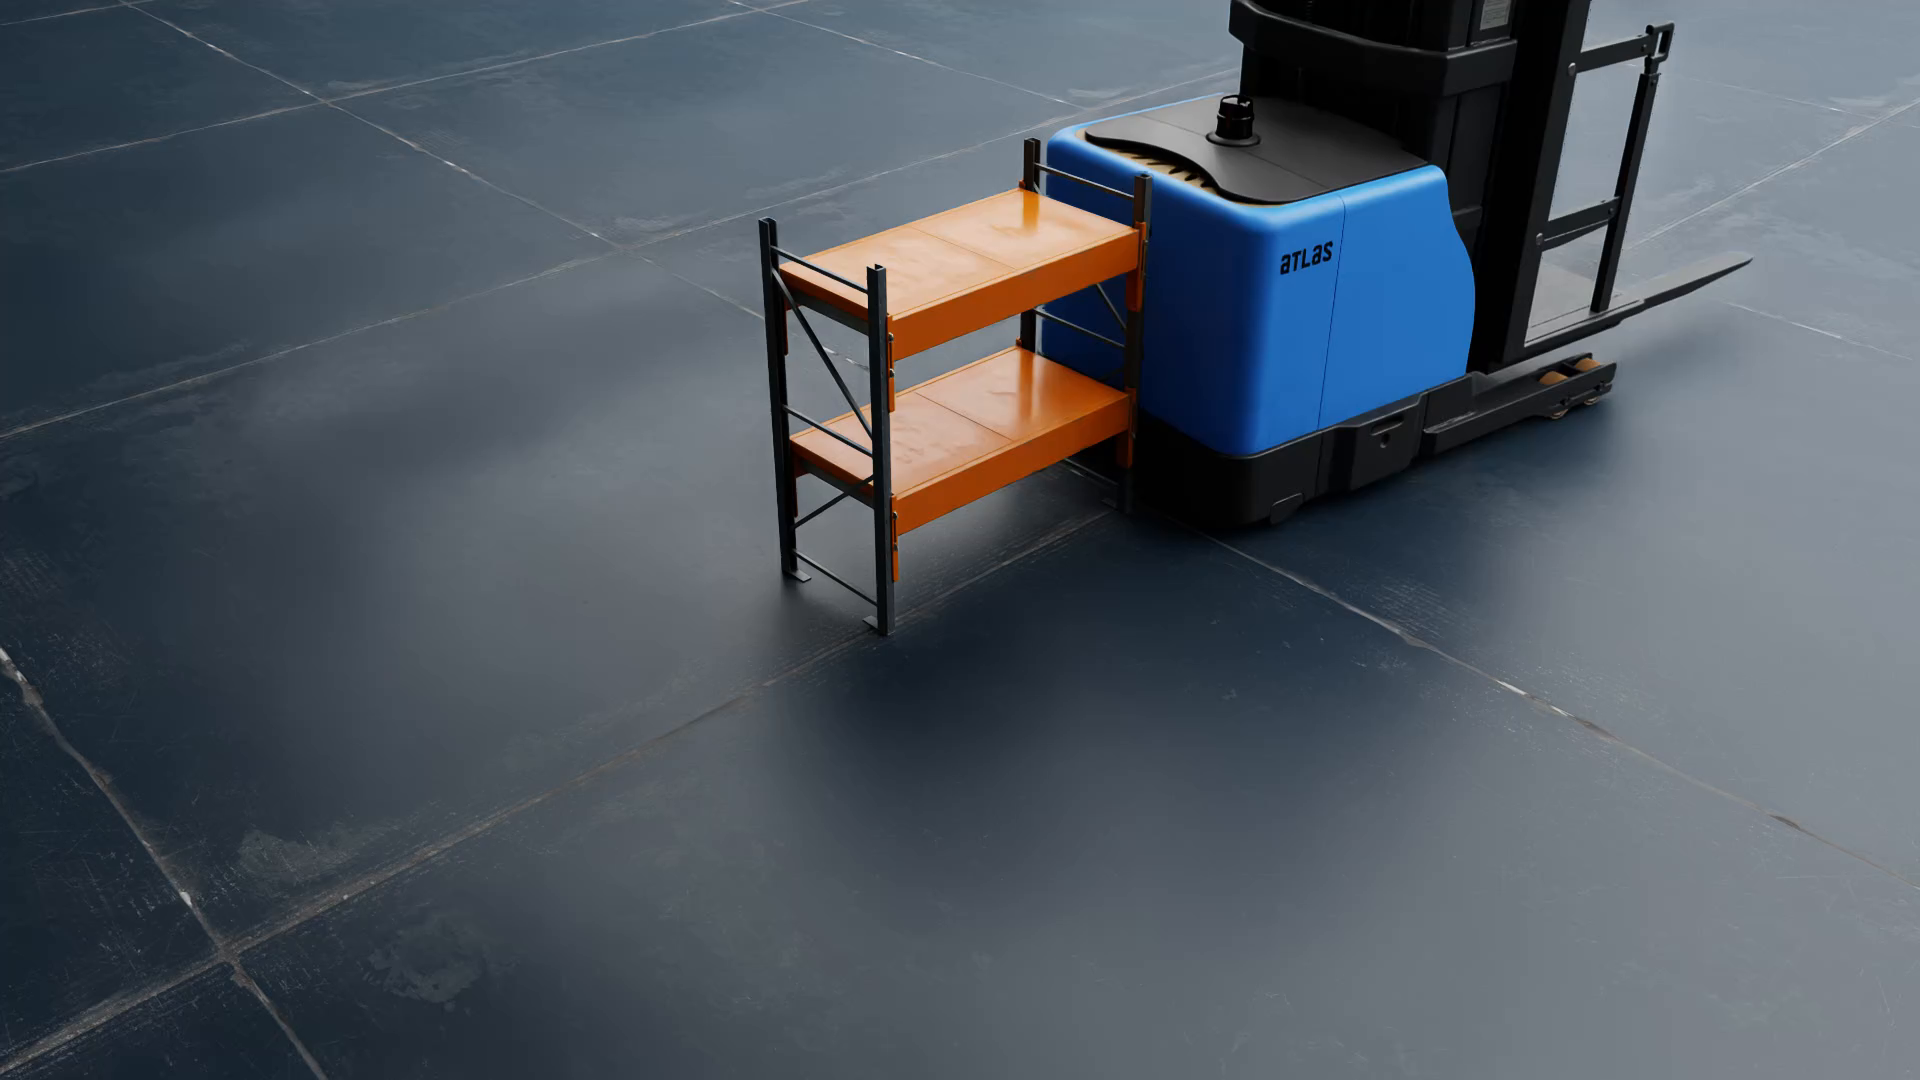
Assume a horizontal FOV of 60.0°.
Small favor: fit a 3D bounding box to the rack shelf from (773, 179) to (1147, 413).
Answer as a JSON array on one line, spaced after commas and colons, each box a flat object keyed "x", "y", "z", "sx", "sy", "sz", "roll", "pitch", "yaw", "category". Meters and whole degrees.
[{"x": 0.005, "y": -0.732, "z": 4.808, "sx": 1.000, "sy": 0.278, "sz": 0.538, "roll": -26, "pitch": 40, "yaw": -35, "category": "rack shelf"}]

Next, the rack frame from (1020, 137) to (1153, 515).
[{"x": 0.378, "y": -0.663, "z": 5.255, "sx": 0.032, "sy": 1.125, "sz": 0.500, "roll": -26, "pitch": 40, "yaw": -35, "category": "rack frame"}]

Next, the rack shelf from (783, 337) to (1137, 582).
[{"x": 0.005, "y": -0.274, "z": 5.088, "sx": 1.000, "sy": 0.278, "sz": 0.538, "roll": -26, "pitch": 40, "yaw": -35, "category": "rack shelf"}]

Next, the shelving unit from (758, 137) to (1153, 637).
[{"x": 0.005, "y": -0.482, "z": 4.960, "sx": 1.048, "sy": 1.125, "sz": 0.538, "roll": -26, "pitch": 40, "yaw": -35, "category": "shelving unit"}]

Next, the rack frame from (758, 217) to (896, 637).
[{"x": -0.368, "y": -0.302, "z": 4.666, "sx": 0.032, "sy": 1.125, "sz": 0.500, "roll": -26, "pitch": 40, "yaw": -35, "category": "rack frame"}]

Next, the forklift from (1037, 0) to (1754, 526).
[{"x": 1.764, "y": -1.889, "z": 5.530, "sx": 3.031, "sy": 2.935, "sz": 1.130, "roll": -20, "pitch": 37, "yaw": -29, "category": "forklift"}]
